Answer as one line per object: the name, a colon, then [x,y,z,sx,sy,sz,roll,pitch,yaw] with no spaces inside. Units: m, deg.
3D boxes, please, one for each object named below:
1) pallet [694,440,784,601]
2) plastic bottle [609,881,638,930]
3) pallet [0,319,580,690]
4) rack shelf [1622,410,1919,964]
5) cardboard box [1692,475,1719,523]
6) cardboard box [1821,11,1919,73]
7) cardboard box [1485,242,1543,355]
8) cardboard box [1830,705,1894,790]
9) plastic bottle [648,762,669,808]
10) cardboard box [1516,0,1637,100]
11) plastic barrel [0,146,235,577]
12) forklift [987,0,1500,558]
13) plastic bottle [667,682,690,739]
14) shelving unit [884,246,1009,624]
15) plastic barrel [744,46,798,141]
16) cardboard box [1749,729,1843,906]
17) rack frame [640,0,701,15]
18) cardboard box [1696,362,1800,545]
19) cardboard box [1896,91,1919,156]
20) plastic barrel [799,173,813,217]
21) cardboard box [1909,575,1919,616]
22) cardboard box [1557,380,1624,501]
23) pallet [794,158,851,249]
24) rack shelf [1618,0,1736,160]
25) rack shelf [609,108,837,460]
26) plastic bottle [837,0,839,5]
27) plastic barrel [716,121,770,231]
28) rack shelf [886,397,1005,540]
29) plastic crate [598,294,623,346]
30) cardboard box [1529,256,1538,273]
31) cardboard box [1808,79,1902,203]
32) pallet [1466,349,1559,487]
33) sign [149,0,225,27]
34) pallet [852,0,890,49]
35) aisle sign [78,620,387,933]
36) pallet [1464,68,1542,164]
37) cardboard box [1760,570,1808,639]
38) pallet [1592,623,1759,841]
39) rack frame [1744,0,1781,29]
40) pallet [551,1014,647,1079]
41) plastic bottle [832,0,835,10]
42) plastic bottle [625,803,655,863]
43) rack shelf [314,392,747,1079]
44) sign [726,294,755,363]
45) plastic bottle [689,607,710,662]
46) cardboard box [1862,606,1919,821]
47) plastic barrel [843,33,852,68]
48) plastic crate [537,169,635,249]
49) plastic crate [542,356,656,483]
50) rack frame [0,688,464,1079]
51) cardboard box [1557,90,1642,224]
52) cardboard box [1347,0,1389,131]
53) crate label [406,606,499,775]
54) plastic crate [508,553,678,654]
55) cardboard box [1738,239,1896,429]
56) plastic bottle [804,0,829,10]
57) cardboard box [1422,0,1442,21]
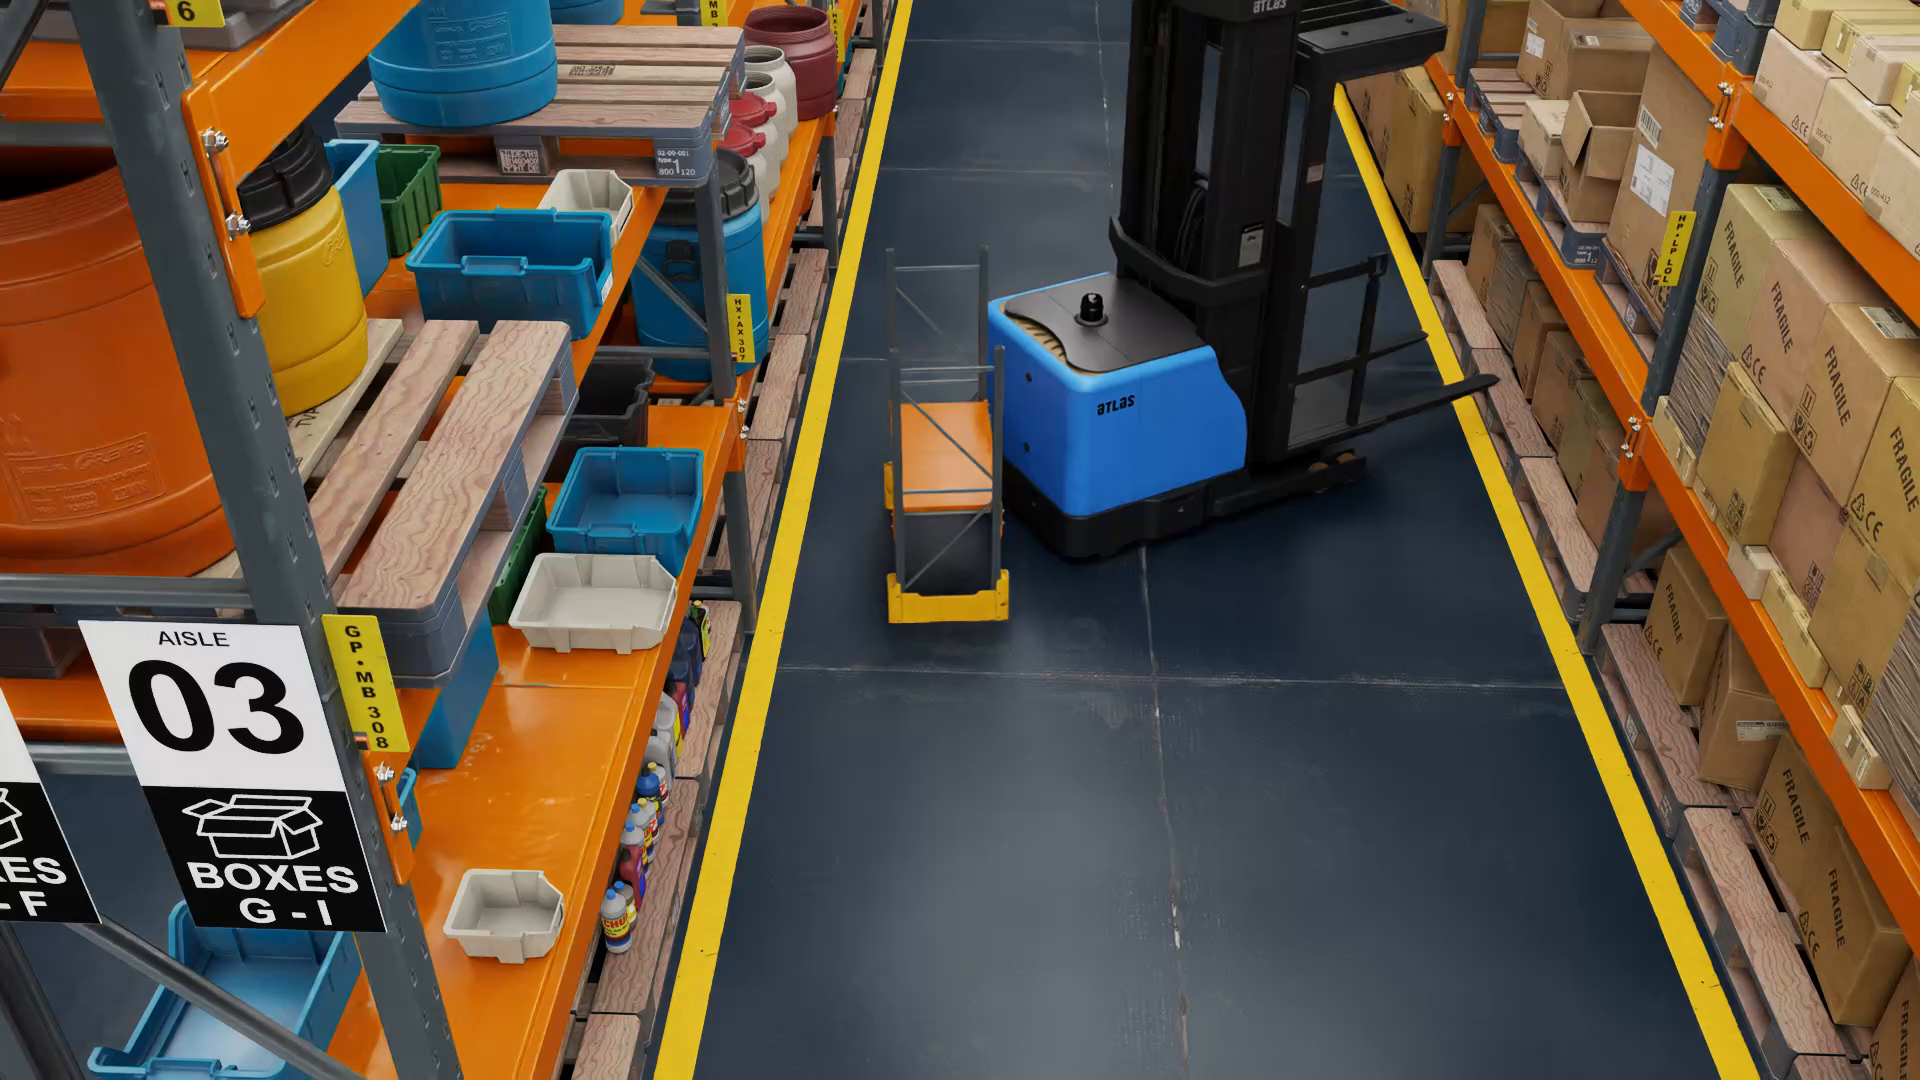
pallet: [-1.497,-0.124,8.688,1.003,0.211,1.213,1,35,2]
plastic bottle: [-1.262,1.356,6.208,0.097,0.201,0.097,0,35,0]
pallet: [-1.520,-0.138,3.838,1.003,0.211,1.213,1,35,2]
rack shelf: [3.379,0.745,5.652,1.077,0.370,4.000,1,35,2]
cardboard box: [3.144,-0.191,6.578,0.380,0.149,0.250,1,35,2]
cardboard box: [3.195,-1.693,5.671,0.380,0.149,0.250,0,35,0]
cardboard box: [3.603,-1.449,9.941,0.700,0.500,0.500,-1,35,-2]
cardboard box: [3.059,0.670,5.352,0.380,0.149,0.250,1,35,2]
plastic bottle: [-1.236,0.986,6.734,0.097,0.201,0.097,0,35,0]
cardboard box: [3.638,-2.898,9.758,0.500,0.500,0.500,-3,35,-4]
plastic barrel: [-1.758,-0.371,3.268,0.600,0.830,0.708,1,35,2]
forklift: [1.642,-1.707,8.576,3.031,2.935,1.130,-17,39,-23]
plastic bottle: [-1.200,0.700,7.071,0.061,0.283,0.133,4,35,5]
shelving unit: [-0.085,-0.521,8.132,0.587,1.500,1.083,-2,35,-3]
plastic barrel: [-1.157,-2.561,9.633,0.421,0.512,0.421,0,35,0]
cardboard box: [3.441,1.069,6.374,0.500,0.500,0.500,-2,35,-2]
rack frame: [-1.490,-3.267,5.518,1.000,3.000,0.127,1,35,2]
cardboard box: [3.324,-0.317,6.193,0.875,0.500,0.500,1,35,2]
cardboard box: [3.099,-1.245,5.033,0.380,0.149,0.250,1,35,1]
plastic barrel: [-1.327,-2.676,11.417,0.600,0.830,0.708,1,35,2]
cardboard box: [3.111,0.132,4.684,0.500,0.500,0.500,1,35,2]
cardboard box: [3.543,-0.481,8.563,0.700,0.500,0.500,1,35,2]
pallet: [-1.339,-2.424,11.961,1.003,0.211,1.213,1,35,2]
rack shelf: [3.539,-2.780,8.060,1.077,0.370,4.000,1,35,2]
rack shelf: [-1.410,-1.667,9.085,1.077,0.370,4.000,1,35,2]
plastic bottle: [-0.897,-3.967,11.833,0.061,0.283,0.133,1,35,2]
plastic barrel: [-1.203,-1.834,8.579,0.433,0.535,0.433,0,35,0]
rack shelf: [-0.084,-0.368,8.228,0.538,0.185,1.000,-2,35,-3]
plastic crate: [-1.776,-1.124,7.631,0.402,0.464,0.583,1,35,2]
cardboard box: [3.612,-1.770,9.745,0.500,0.250,0.500,5,35,7]
cardboard box: [3.169,-1.307,5.469,0.500,0.250,0.500,1,35,1]
pallet: [3.535,-0.708,9.519,1.003,0.211,1.213,1,35,2]
sign: [-1.101,-0.868,2.287,0.100,0.325,0.005,1,35,2]
pallet: [-1.178,-4.691,15.188,1.003,0.211,1.213,1,35,2]
aisle sign: [-1.361,0.470,3.157,0.394,0.787,0.004,1,35,2]
pallet: [3.698,-2.506,9.820,1.213,0.211,1.003,1,35,2]
cardboard box: [3.124,0.240,5.964,0.380,0.149,0.250,1,35,2]
pallet: [3.467,0.829,7.332,1.003,0.211,1.213,1,35,2]
rack frame: [3.459,-3.153,5.356,1.000,3.000,0.127,1,35,2]
pallet: [-1.657,2.115,5.503,1.003,0.211,1.213,1,35,2]
plastic bottle: [-0.910,-3.779,11.565,0.061,0.283,0.133,1,35,2]
plastic bottle: [-1.249,1.133,6.465,0.097,0.271,0.097,0,35,0]
rack shelf: [-1.570,0.631,5.815,1.077,0.370,4.000,1,35,2]
sign: [-0.941,-0.907,7.137,0.100,0.325,0.005,1,35,2]
plastic bottle: [-1.180,0.403,7.494,0.061,0.283,0.133,3,35,4]
cardboard box: [3.311,0.546,4.965,0.875,0.500,0.500,1,35,2]
plastic barrel: [-1.207,-4.410,13.822,0.600,0.901,0.708,1,35,2]
plastic crate: [-1.150,-1.001,5.131,0.243,0.136,0.396,1,35,2]
plastic crate: [-1.638,-0.489,6.837,0.767,0.338,0.504,1,35,2]
rack frame: [-1.651,1.485,3.973,1.000,3.000,0.127,1,35,2]
cardboard box: [3.436,-1.910,8.350,0.797,0.503,0.637,5,35,7]
cardboard box: [3.740,-3.716,12.856,1.225,0.875,0.875,0,35,0]
crate label: [-1.847,0.407,5.477,0.502,0.435,0.616,1,35,2]
plastic crate: [-1.302,0.234,5.983,0.530,0.136,0.437,1,35,2]
cardboard box: [3.168,-0.730,5.911,0.500,0.500,0.500,1,35,2]
plastic bottle: [-0.970,-3.567,11.270,0.152,0.276,0.135,1,35,2]
cardboard box: [3.418,-3.613,11.141,0.500,0.500,0.500,1,35,1]
